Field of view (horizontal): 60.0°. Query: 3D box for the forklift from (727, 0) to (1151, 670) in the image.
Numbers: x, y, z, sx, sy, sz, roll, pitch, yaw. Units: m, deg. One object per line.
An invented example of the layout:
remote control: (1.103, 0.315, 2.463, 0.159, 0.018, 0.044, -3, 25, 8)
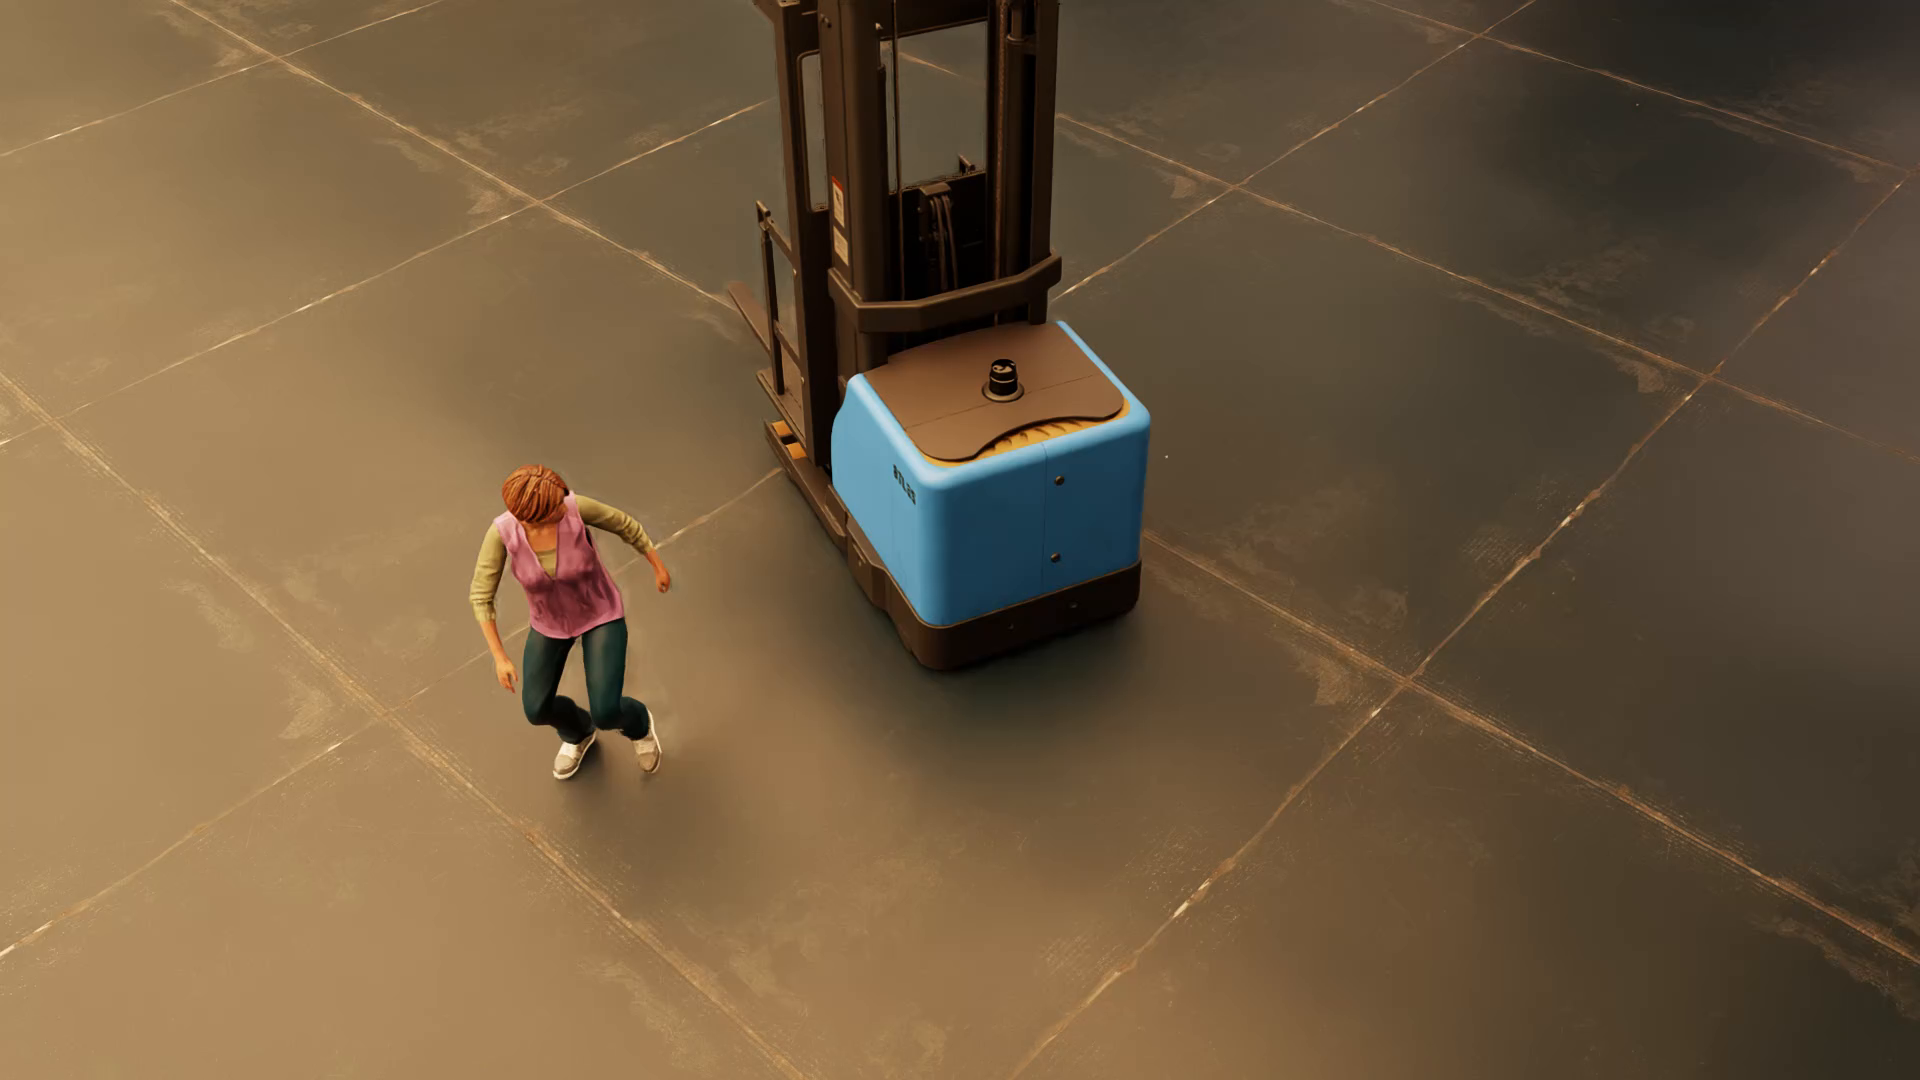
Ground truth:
forklift: (-0.303, -1.531, 7.212, 1.130, 2.935, 3.031, -17, 43, -19)

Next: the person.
person: (-1.429, 0.328, 6.143, 0.648, 1.514, 0.580, 1, 41, 1)
